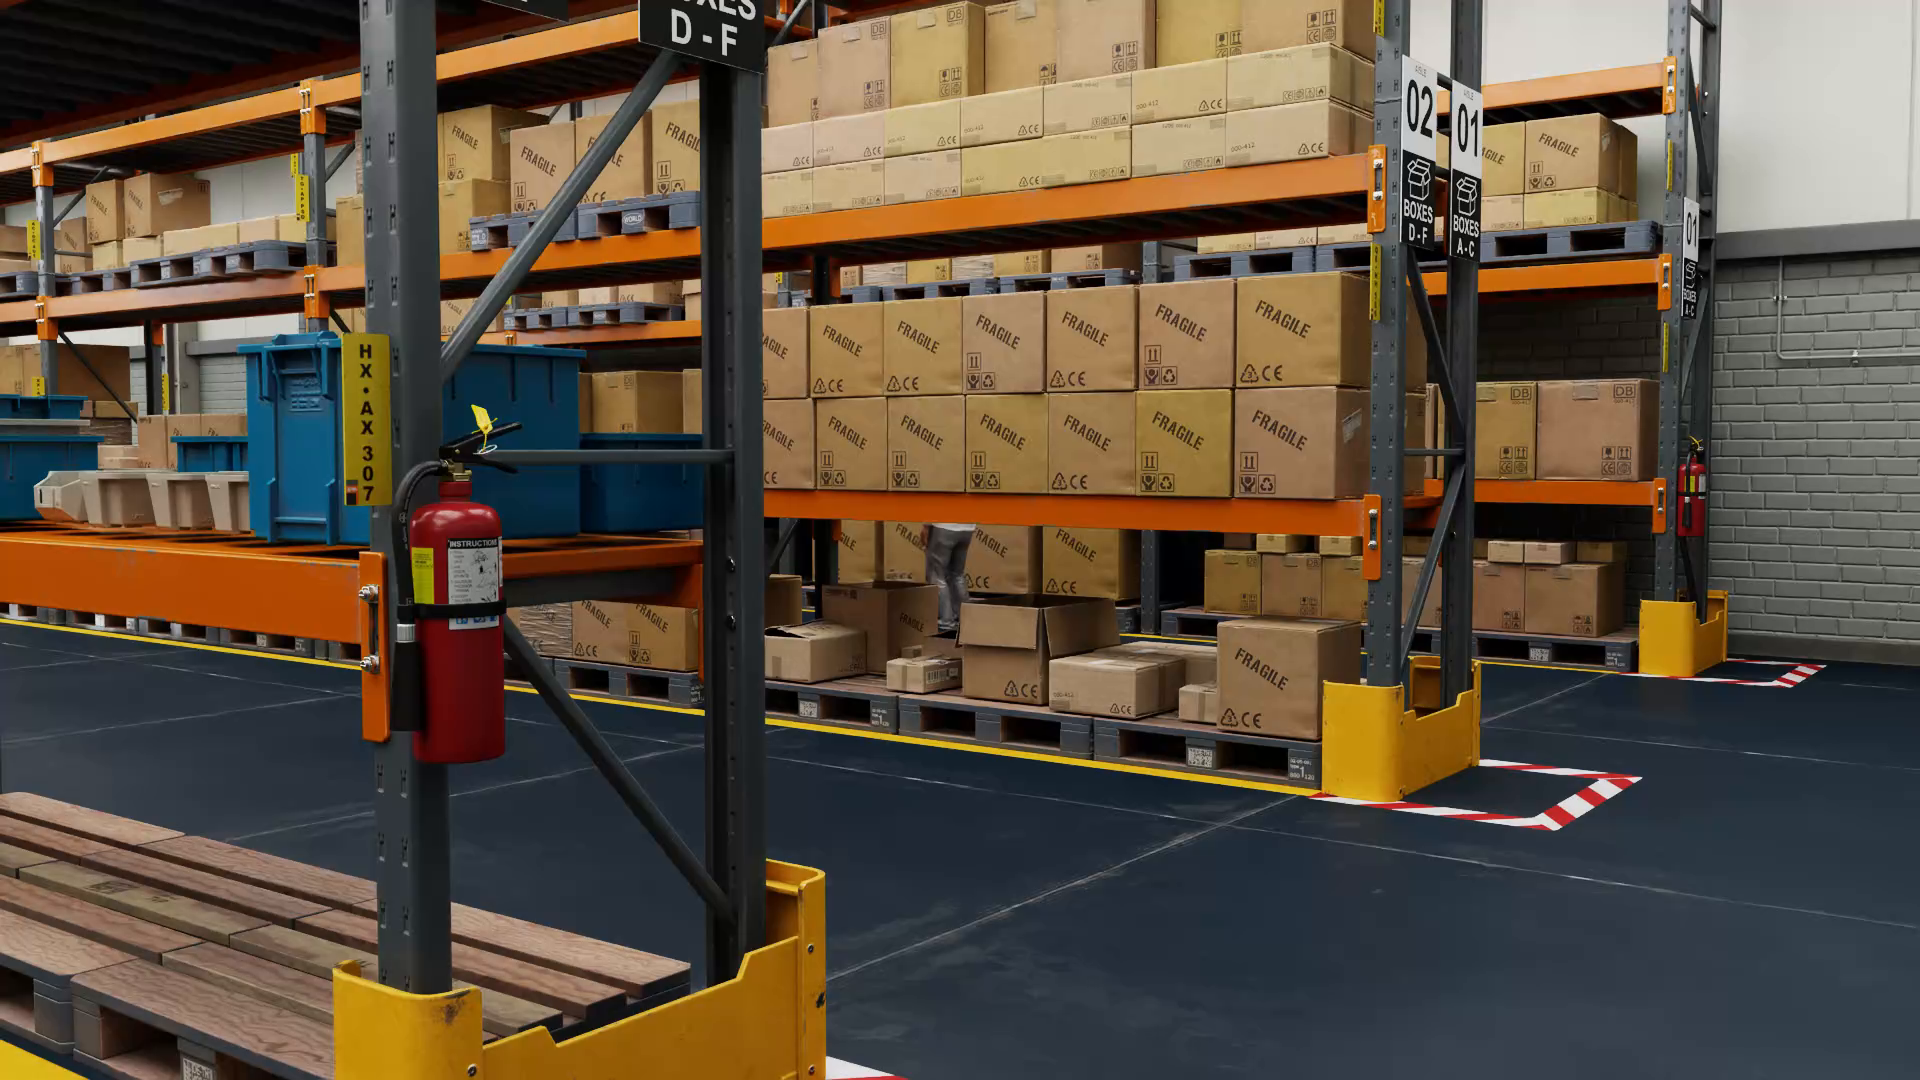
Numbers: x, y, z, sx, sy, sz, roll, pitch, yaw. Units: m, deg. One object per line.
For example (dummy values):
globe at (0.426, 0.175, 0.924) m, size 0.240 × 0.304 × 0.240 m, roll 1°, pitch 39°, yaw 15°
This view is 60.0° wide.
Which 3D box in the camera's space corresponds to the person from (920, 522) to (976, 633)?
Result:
person at (-0.102, -0.103, 13.502) m, size 0.447 × 1.773 × 0.566 m, roll 2°, pitch 4°, yaw 36°
